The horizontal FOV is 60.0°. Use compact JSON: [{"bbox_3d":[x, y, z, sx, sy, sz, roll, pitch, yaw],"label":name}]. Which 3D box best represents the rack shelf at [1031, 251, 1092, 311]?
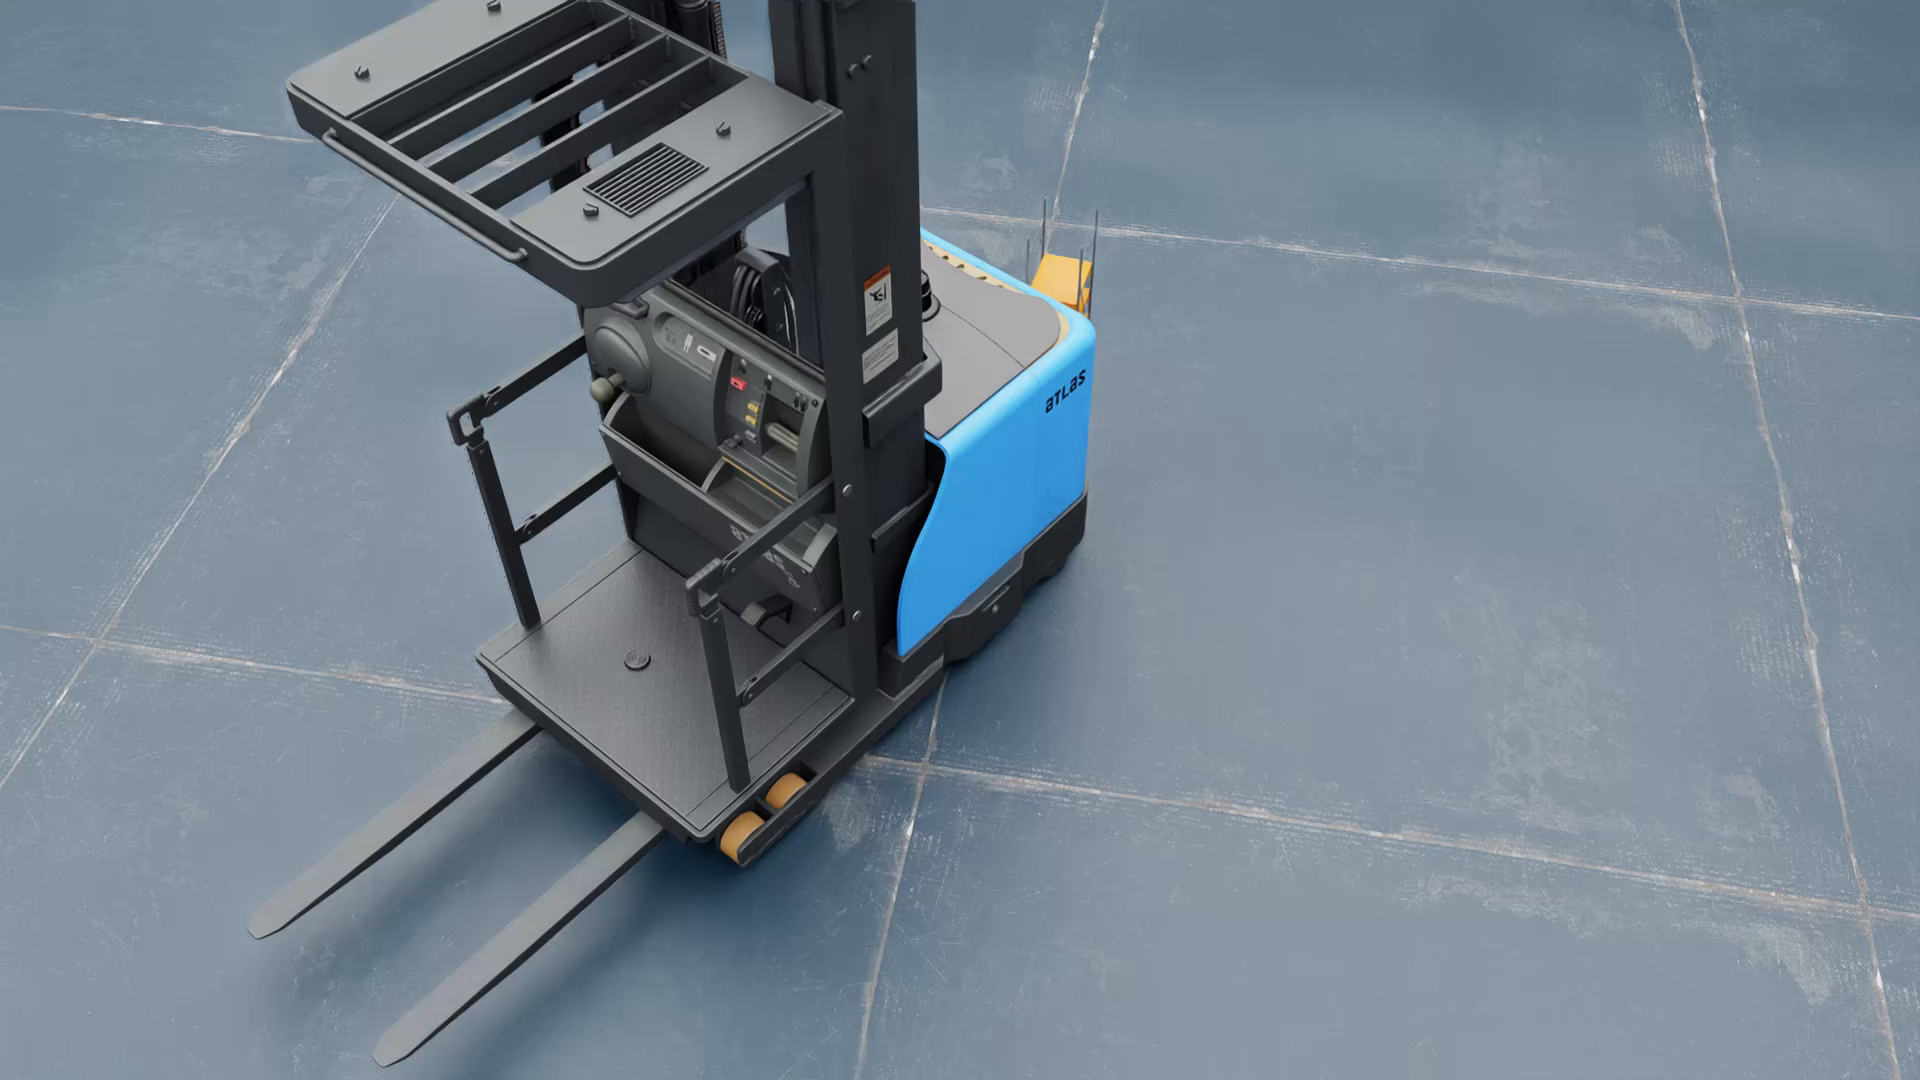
[{"bbox_3d":[0.348,-0.878,5.808,0.180,0.103,0.258,13,49,11],"label":"rack shelf"}]

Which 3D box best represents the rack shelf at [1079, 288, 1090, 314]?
[{"bbox_3d":[0.348,-0.798,5.898,0.180,0.103,0.258,13,49,11],"label":"rack shelf"}]

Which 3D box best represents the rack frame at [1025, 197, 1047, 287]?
[{"bbox_3d":[0.260,-0.687,6.061,0.006,1.200,0.240,13,49,11],"label":"rack frame"}]

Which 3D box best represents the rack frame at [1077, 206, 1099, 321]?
[{"bbox_3d":[0.435,-0.648,6.026,0.006,1.200,0.240,13,49,11],"label":"rack frame"}]

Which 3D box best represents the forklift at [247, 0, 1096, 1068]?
[{"bbox_3d":[-0.876,-0.376,4.618,1.130,2.935,3.031,32,56,26],"label":"forklift"}]

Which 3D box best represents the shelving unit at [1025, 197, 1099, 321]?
[{"bbox_3d":[0.348,-0.668,6.043,0.189,1.200,0.258,13,49,11],"label":"shelving unit"}]

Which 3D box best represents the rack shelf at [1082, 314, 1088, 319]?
[{"bbox_3d":[0.348,-0.718,5.987,0.180,0.103,0.258,13,49,11],"label":"rack shelf"}]
